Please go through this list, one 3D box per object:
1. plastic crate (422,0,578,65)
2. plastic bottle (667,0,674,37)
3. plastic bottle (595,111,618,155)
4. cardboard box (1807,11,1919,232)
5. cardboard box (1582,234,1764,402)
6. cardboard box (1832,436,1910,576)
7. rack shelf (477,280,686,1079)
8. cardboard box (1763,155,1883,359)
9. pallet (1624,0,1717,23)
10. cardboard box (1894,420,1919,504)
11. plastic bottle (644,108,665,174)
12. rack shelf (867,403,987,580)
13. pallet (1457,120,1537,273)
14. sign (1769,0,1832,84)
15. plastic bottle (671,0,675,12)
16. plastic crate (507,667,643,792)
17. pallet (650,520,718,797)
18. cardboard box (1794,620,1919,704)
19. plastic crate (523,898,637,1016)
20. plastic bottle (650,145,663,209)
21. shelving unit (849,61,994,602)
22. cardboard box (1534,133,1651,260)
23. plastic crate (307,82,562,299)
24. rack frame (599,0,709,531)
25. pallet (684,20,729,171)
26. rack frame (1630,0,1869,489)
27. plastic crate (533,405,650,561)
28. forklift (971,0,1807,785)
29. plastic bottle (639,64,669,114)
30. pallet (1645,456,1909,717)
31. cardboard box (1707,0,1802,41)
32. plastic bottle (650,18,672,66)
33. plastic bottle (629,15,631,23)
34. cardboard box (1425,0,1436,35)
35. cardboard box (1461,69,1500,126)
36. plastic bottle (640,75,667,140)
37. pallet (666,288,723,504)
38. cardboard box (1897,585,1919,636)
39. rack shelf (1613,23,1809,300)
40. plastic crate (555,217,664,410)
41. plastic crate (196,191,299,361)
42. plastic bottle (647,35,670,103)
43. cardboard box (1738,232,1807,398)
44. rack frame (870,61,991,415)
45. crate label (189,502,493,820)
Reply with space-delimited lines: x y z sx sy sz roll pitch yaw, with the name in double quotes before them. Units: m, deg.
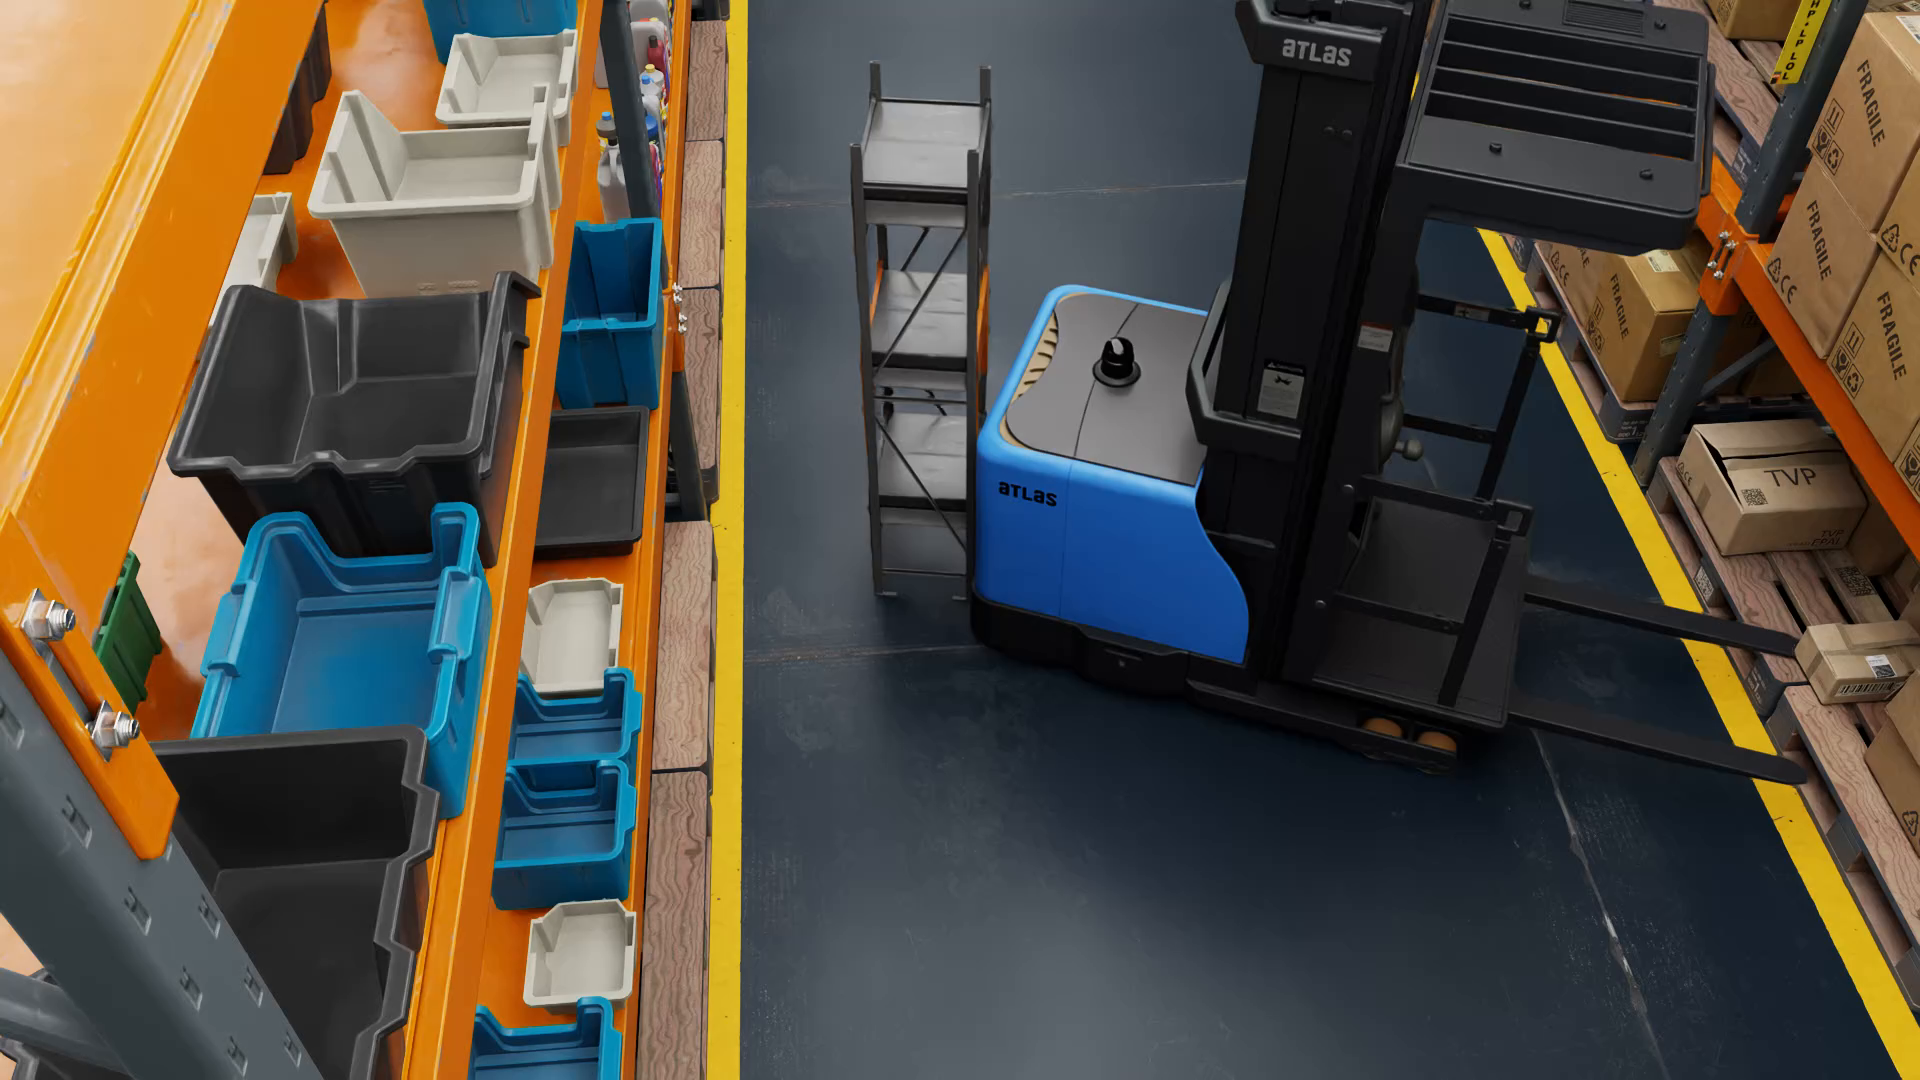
"plastic crate" -1.147 -1.363 4.161 0.416 0.233 0.300 -3 47 -3
"plastic bottle" -1.280 -2.265 7.055 0.097 0.271 0.097 0 47 0
"plastic bottle" -1.354 -1.562 6.436 0.097 0.201 0.097 0 47 0
"cardboard box" 3.154 -1.347 5.338 0.500 0.500 0.500 -2 47 -2
"cardboard box" 3.068 -0.958 7.146 0.500 0.500 0.500 -4 47 -4
"cardboard box" 3.725 -0.223 6.451 0.500 0.500 0.500 -3 47 -3
"rack shelf" -1.374 0.666 4.685 1.077 0.370 4.000 -3 47 -3
"cardboard box" 3.166 -0.976 5.676 0.500 0.500 0.500 -2 47 -2
"pallet" 3.227 -2.748 7.555 1.003 0.211 1.213 -3 47 -3
"cardboard box" 3.251 -0.243 4.982 0.500 0.500 0.500 -4 47 -4
"plastic bottle" -1.194 -1.524 6.353 0.097 0.271 0.097 0 47 0
"rack shelf" -0.120 -0.177 6.591 0.431 0.518 0.480 4 47 3
"pallet" 3.184 -1.839 8.482 1.003 0.211 1.213 -3 47 -3
"sign" 2.842 -1.688 5.622 0.100 0.325 0.005 -3 47 -3
"plastic bottle" -1.323 -2.464 7.188 0.144 0.351 0.185 -3 47 -3
"plastic crate" -1.035 0.534 4.388 0.416 0.233 0.300 -3 47 -3
"pallet" -1.441 0.460 6.305 1.003 0.211 1.213 -3 47 -3
"cardboard box" 3.297 0.439 6.054 0.380 0.166 0.250 -3 47 -3
"plastic crate" -0.901 1.009 4.005 0.250 0.136 0.298 -3 47 -3
"plastic bottle" -1.158 -1.376 6.204 0.061 0.283 0.133 -3 47 -3
"shelving unit" -0.120 -0.668 6.073 0.431 2.100 0.503 4 47 3
"cardboard box" 2.993 -1.679 7.829 0.500 0.500 0.500 -3 47 -3
"plastic crate" -1.085 -0.747 3.544 0.437 0.282 0.530 -3 47 -3
"rack frame" -1.542 -1.028 5.794 1.000 3.000 0.127 -3 47 -3
"pallet" -1.769 -2.395 9.010 1.003 0.211 1.213 -3 47 -3
"rack frame" 3.395 -1.327 6.077 1.000 3.000 0.127 -3 47 -3
"plastic crate" -1.180 -0.161 5.121 0.437 0.125 0.590 -3 47 -3
"forklift" 1.616 -0.589 5.426 3.031 2.935 1.130 14 48 13
"plastic bottle" -1.230 -1.809 6.671 0.097 0.201 0.097 0 47 0
"pallet" 3.451 0.129 6.619 1.003 0.211 1.213 -3 47 -3
"cardboard box" 3.457 -2.355 6.693 0.700 0.500 0.500 3 47 3
"plastic bottle" -1.261 -2.073 6.921 0.097 0.201 0.097 0 47 0
"plastic bottle" -1.420 -2.135 6.979 0.097 0.201 0.097 0 47 0
"cardboard box" 2.813 -3.166 9.237 0.500 0.500 0.500 -2 47 -2
"cardboard box" 2.900 -2.424 8.535 0.500 0.500 0.500 -4 47 -4
"plastic bottle" -1.214 -1.692 6.512 0.097 0.271 0.097 0 47 0
"pallet" -1.565 -0.630 7.338 1.003 0.211 1.213 -3 47 -3
"cardboard box" 3.788 0.384 6.005 0.500 0.311 0.500 -3 47 -3
"rack shelf" 3.227 -2.526 7.709 1.077 0.370 4.000 -3 47 -3
"plastic crate" -1.163 -0.726 5.478 0.392 0.384 0.575 -3 47 -3
"plastic crate" -1.627 -0.555 3.462 0.437 0.136 0.530 -3 47 -3
"plastic bottle" -1.222 -1.922 6.721 0.061 0.283 0.133 -3 47 -3
"cardboard box" 3.597 -0.983 7.170 0.500 0.500 0.500 -5 47 -5
"rack frame" -0.098 -0.844 6.240 0.400 2.100 0.015 4 47 3
"crate label" -0.962 0.198 2.669 0.408 0.251 0.502 -3 47 -3
